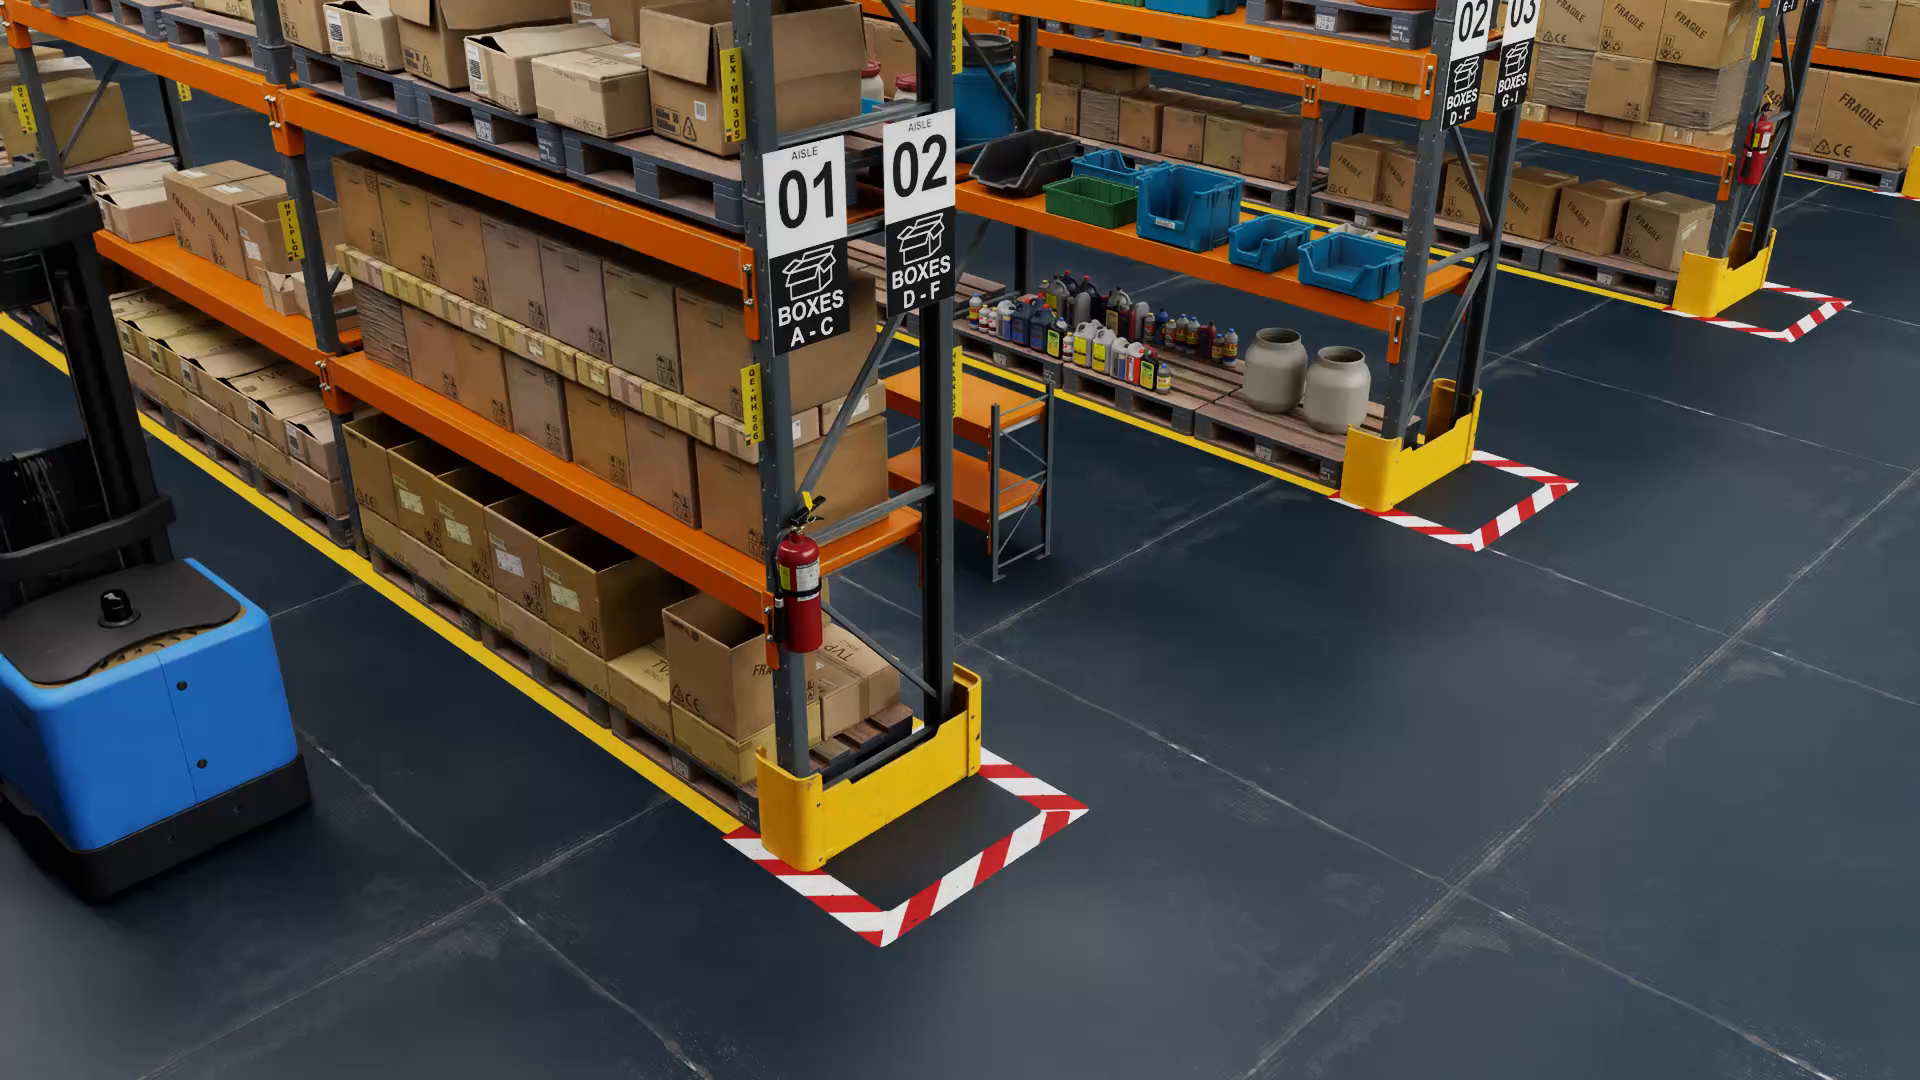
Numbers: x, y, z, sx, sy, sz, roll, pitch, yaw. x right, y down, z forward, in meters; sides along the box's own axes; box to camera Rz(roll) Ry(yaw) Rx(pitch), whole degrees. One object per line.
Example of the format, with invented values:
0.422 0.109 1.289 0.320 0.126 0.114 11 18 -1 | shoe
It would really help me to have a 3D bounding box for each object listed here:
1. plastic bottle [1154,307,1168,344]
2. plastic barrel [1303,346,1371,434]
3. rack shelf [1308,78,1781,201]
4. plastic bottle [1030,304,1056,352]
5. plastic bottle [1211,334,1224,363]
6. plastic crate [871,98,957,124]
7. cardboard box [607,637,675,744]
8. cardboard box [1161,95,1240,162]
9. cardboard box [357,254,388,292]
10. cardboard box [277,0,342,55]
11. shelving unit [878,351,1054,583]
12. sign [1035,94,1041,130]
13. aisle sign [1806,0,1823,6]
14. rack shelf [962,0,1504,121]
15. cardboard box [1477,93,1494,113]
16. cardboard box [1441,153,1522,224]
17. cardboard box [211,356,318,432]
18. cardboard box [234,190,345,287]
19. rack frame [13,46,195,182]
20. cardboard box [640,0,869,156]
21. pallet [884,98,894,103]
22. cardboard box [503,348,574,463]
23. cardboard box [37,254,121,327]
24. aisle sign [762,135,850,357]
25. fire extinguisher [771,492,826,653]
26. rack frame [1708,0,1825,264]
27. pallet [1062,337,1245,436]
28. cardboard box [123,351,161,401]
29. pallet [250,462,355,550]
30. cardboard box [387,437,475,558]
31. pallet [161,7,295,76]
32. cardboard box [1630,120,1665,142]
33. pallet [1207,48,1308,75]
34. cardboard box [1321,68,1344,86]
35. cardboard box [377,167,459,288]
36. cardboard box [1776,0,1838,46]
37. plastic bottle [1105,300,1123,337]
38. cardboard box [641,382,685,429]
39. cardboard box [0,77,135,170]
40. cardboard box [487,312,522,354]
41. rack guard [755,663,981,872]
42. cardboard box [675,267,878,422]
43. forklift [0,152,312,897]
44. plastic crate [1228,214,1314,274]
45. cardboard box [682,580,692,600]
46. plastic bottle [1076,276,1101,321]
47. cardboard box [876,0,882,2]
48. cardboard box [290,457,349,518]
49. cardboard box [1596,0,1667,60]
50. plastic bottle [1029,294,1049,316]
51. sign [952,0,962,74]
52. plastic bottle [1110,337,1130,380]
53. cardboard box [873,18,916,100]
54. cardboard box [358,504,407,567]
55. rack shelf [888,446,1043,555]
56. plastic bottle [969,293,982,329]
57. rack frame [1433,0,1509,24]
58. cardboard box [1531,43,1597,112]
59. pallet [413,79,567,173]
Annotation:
1.519 -1.625 12.576 0.097 0.271 0.097 0 28 0 | plastic bottle
2.531 -1.006 11.162 0.421 0.512 0.421 0 28 0 | plastic barrel
5.100 -3.710 14.855 4.000 0.370 1.077 25 36 38 | rack shelf
0.621 -1.597 12.437 0.185 0.351 0.144 23 35 36 | plastic bottle
1.906 -1.417 12.256 0.097 0.201 0.097 0 28 0 | plastic bottle
-0.358 -3.122 12.895 0.583 0.464 0.402 25 36 38 | plastic crate
-1.376 0.706 8.188 0.500 0.250 0.500 25 36 38 | cardboard box
2.525 -4.321 17.458 0.500 0.500 0.700 21 34 34 | cardboard box
-3.039 -1.492 9.060 0.380 0.149 0.250 -25 36 -38 | cardboard box
-3.099 -2.762 8.348 0.500 0.500 0.500 -22 35 -35 | cardboard box
-0.005 -0.500 9.992 1.048 1.125 0.538 25 36 38 | shelving unit
0.595 -3.339 13.079 0.005 0.325 0.100 25 36 38 | sign
6.781 -4.606 12.993 0.004 0.787 0.394 25 36 38 | aisle sign
1.628 -3.394 11.031 4.000 0.370 1.077 25 36 38 | rack shelf
4.696 -3.915 14.742 0.250 0.149 0.380 25 36 38 | cardboard box
4.843 -3.256 15.453 0.500 0.500 0.500 21 34 34 | cardboard box
-4.493 -0.980 10.791 0.500 0.311 0.500 24 36 38 | cardboard box
-4.186 -1.867 10.469 0.500 0.500 0.500 -22 35 -36 | cardboard box
-6.126 -2.700 12.161 0.127 3.000 1.000 25 36 38 | rack frame
-0.828 -1.899 6.704 0.797 0.503 0.637 -22 35 -36 | cardboard box
-0.553 -5.432 20.354 1.213 0.211 1.003 25 36 38 | pallet
-1.851 -0.794 8.430 0.700 0.500 0.500 -24 36 -38 | cardboard box
-6.958 -2.015 13.073 0.500 0.500 0.500 -24 36 -37 | cardboard box
-0.581 -1.121 6.366 0.004 0.787 0.394 25 36 38 | aisle sign
-0.663 0.138 6.848 0.183 0.674 0.296 25 36 38 | fire extinguisher
6.526 -3.376 13.447 0.127 3.000 1.000 25 36 38 | rack frame
1.526 -1.172 12.252 1.213 0.211 1.003 25 36 38 | pallet
-5.599 -1.236 11.882 0.500 0.250 0.500 23 36 37 | cardboard box
-3.826 -0.388 10.760 1.213 0.211 1.003 25 36 38 | pallet
-2.801 -0.279 9.256 0.500 0.500 0.500 25 36 38 | cardboard box
-3.912 -2.921 9.565 1.217 0.209 0.805 23 35 36 | pallet
5.786 -3.435 13.830 0.250 0.149 0.380 25 36 38 | cardboard box
3.231 -4.894 16.540 1.213 0.211 1.003 25 36 38 | pallet
3.617 -4.400 15.664 0.250 0.149 0.380 25 36 38 | cardboard box
-2.592 -1.706 8.770 0.500 0.500 0.700 24 36 38 | cardboard box
9.061 -5.558 17.435 0.550 0.550 0.875 25 36 38 | cardboard box
1.177 -1.705 12.715 0.133 0.283 0.061 25 36 38 | plastic bottle
-1.198 -0.650 7.460 0.250 0.149 0.380 24 36 38 | cardboard box
-6.654 -3.098 12.360 0.500 0.500 0.700 12 30 22 | cardboard box
-2.111 -1.070 8.257 0.250 0.149 0.380 24 36 38 | cardboard box
-0.404 1.025 7.764 0.348 0.500 1.175 25 36 38 | rack guard
-0.783 -0.882 7.202 0.500 0.500 0.700 25 37 39 | cardboard box
-4.461 -0.336 7.739 3.031 2.935 1.130 24 36 38 | forklift
2.028 -1.944 10.884 0.408 0.251 0.499 25 36 38 | plastic crate
-1.371 0.040 8.649 0.500 0.500 0.500 25 36 38 | cardboard box
1.000 -1.882 12.980 0.185 0.351 0.144 22 35 36 | plastic bottle
-0.790 -6.608 19.487 0.500 0.500 0.500 -24 36 -38 | cardboard box
-3.773 -0.402 10.296 0.500 0.250 0.500 24 36 38 | cardboard box
5.600 -4.253 13.613 0.500 0.500 0.500 25 36 38 | cardboard box
0.587 -1.706 12.645 0.185 0.351 0.144 25 36 38 | plastic bottle
-0.028 -2.021 6.623 0.005 0.325 0.100 25 36 38 | sign
1.178 -1.311 11.975 0.135 0.276 0.152 23 36 37 | plastic bottle
-0.286 -5.757 19.807 0.875 0.875 1.225 25 36 39 | cardboard box
-3.156 -0.111 9.742 0.500 0.250 0.500 25 36 38 | cardboard box
-0.005 -0.284 10.106 1.000 0.278 0.538 25 36 38 | rack shelf
0.122 -1.775 12.861 0.097 0.271 0.097 0 28 0 | plastic bottle
3.054 -4.387 8.925 0.127 3.000 1.000 25 36 38 | rack frame
5.387 -4.041 14.285 0.500 0.500 0.875 25 36 38 | cardboard box
-1.782 -2.015 7.732 1.213 0.211 1.003 25 36 38 | pallet
